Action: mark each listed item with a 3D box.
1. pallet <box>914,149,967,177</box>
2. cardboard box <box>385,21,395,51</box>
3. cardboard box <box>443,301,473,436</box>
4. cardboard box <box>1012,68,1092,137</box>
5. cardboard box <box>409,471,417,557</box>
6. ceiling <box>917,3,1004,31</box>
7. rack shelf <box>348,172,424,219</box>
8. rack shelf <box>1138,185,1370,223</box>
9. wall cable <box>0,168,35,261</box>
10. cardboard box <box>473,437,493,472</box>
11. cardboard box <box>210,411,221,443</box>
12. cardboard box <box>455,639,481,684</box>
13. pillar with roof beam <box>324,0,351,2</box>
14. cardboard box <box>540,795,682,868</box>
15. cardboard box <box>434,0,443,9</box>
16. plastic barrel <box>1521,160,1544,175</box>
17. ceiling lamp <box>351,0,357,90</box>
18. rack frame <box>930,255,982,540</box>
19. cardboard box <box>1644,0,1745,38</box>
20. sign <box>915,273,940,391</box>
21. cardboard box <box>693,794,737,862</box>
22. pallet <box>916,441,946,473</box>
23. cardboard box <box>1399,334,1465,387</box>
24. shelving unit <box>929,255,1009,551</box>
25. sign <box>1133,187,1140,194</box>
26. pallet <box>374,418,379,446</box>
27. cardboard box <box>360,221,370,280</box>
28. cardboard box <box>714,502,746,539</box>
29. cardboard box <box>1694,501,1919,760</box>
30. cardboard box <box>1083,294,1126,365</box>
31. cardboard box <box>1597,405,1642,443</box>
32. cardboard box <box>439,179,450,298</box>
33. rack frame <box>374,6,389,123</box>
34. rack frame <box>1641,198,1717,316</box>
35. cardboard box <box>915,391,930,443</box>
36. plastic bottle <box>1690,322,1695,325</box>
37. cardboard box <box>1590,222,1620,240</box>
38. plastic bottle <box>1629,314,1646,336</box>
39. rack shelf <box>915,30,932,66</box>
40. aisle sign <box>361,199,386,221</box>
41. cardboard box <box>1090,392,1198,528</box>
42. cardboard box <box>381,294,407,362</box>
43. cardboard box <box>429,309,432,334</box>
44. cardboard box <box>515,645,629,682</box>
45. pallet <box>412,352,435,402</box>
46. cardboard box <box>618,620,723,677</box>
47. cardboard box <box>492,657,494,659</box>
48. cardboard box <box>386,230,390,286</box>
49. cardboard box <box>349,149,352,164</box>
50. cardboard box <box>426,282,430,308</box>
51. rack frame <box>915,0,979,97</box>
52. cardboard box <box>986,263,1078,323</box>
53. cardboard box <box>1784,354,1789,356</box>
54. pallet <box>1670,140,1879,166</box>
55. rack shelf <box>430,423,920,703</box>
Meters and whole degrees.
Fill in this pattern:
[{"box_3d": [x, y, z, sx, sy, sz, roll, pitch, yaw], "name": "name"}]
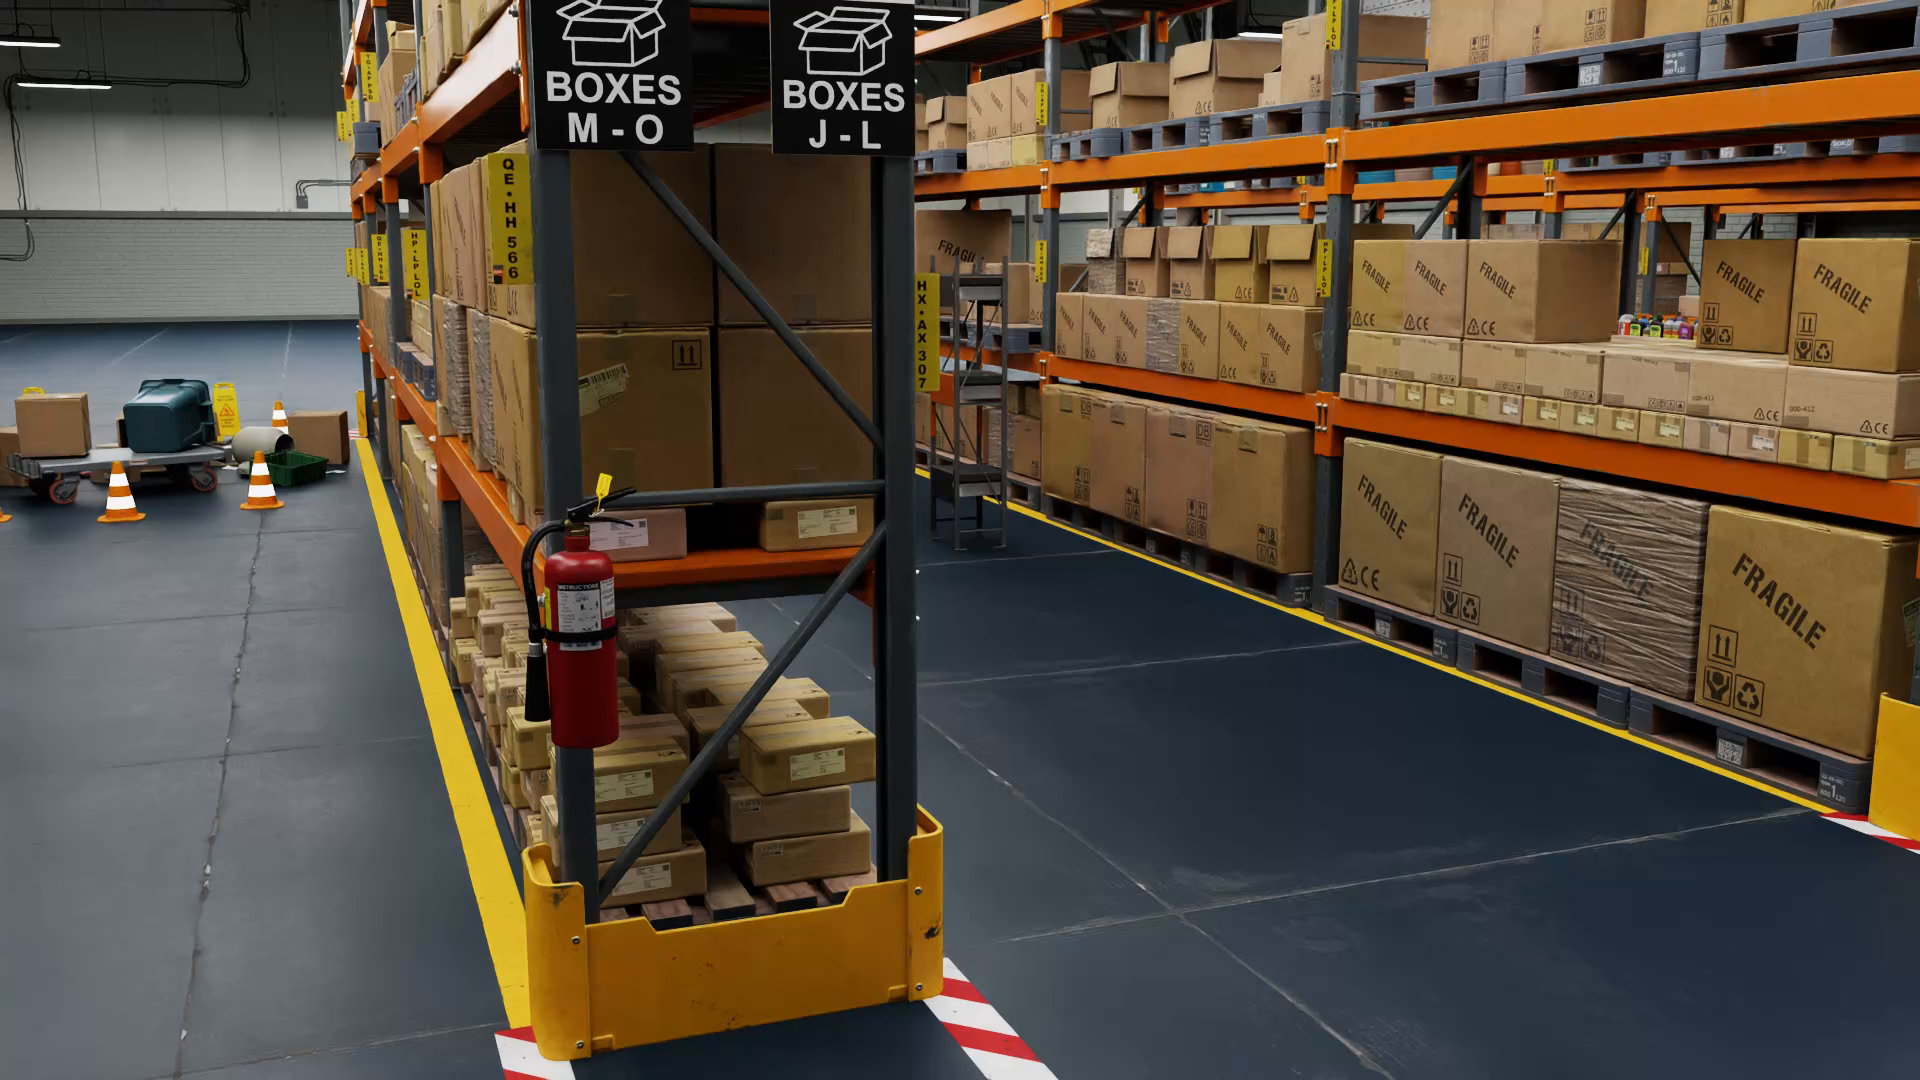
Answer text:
[{"box_3d": [0.204, -3.481, 15.397, 1.213, 0.211, 1.003, -4, 11, -21], "name": "pallet"}, {"box_3d": [-3.432, -3.158, 10.570, 0.396, 0.266, 0.258, -4, 11, -21], "name": "cardboard box"}, {"box_3d": [-1.780, -0.703, 6.675, 0.500, 0.500, 0.500, -4, 11, -22], "name": "cardboard box"}, {"box_3d": [0.744, -3.555, 13.562, 0.500, 0.500, 0.500, -4, 11, -19], "name": "cardboard box"}, {"box_3d": [-3.305, -0.185, 10.833, 0.500, 0.500, 0.500, -4, 11, -20], "name": "cardboard box"}, {"box_3d": [1.189, -16.114, 51.621, 6.000, 0.001, 6.000, -4, 11, -21], "name": "ceiling"}, {"box_3d": [-5.683, -3.524, 17.157, 1.077, 0.370, 4.000, -4, 11, -21], "name": "rack shelf"}, {"box_3d": [3.593, -4.137, 20.601, 1.077, 0.370, 4.000, -4, 11, -21], "name": "rack shelf"}, {"box_3d": [-26.904, -8.797, 45.049, 3.097, 2.526, 0.112, -4, 11, -21], "name": "wall cable"}, {"box_3d": [-1.739, -0.367, 6.635, 0.380, 0.149, 0.250, -3, 11, -18], "name": "cardboard box"}, {"box_3d": [-7.989, -1.042, 16.844, 0.637, 0.503, 0.797, 5, 11, 28], "name": "cardboard box"}, {"box_3d": [-2.131, 0.551, 7.701, 0.380, 0.149, 0.250, -4, 11, -19], "name": "cardboard box"}, {"box_3d": [-15.603, -14.825, 45.229, 6.894, 0.400, 0.400, -4, 11, -21], "name": "pillar with roof beam"}, {"box_3d": [-1.067, 0.866, 5.080, 0.380, 0.149, 0.250, -4, 11, -22], "name": "cardboard box"}, {"box_3d": [-1.763, -2.160, 6.435, 0.500, 0.250, 0.500, -4, 11, -20], "name": "cardboard box"}, {"box_3d": [5.672, -3.906, 15.820, 0.600, 0.901, 0.600, 0, 10, 0], "name": "plastic barrel"}, {"box_3d": [-14.354, -12.775, 41.876, 2.000, 3.185, 0.800, -4, 11, -21], "name": "ceiling lamp"}, {"box_3d": [-0.028, -1.047, 12.308, 0.400, 2.100, 0.015, -4, 11, -21], "name": "rack frame"}, {"box_3d": [3.487, -2.459, 7.345, 0.700, 0.500, 0.500, -5, 11, -25], "name": "cardboard box"}, {"box_3d": [-0.104, -0.577, 4.628, 0.100, 0.325, 0.005, -4, 11, -21], "name": "sign"}, {"box_3d": [-0.673, 0.937, 5.529, 0.380, 0.149, 0.250, -4, 11, -21], "name": "cardboard box"}, {"box_3d": [-0.015, -0.874, 16.729, 1.003, 0.211, 1.213, -4, 11, -21], "name": "pallet"}, {"box_3d": [2.702, -0.966, 8.862, 0.500, 0.250, 0.500, -4, 11, -21], "name": "cardboard box"}, {"box_3d": [0.060, -1.007, 12.084, 0.431, 2.100, 0.503, -4, 11, -21], "name": "shelving unit"}, {"box_3d": [2.354, -4.788, 22.180, 0.100, 0.325, 0.005, -4, 11, -21], "name": "sign"}, {"box_3d": [-6.045, -1.230, 18.731, 1.003, 0.211, 1.213, -4, 11, -21], "name": "pallet"}, {"box_3d": [-5.368, -2.826, 16.228, 0.875, 0.550, 0.550, -4, 11, -21], "name": "cardboard box"}, {"box_3d": [-0.553, -0.105, 5.165, 0.380, 0.149, 0.250, -3, 11, -19], "name": "cardboard box"}, {"box_3d": [3.743, 0.325, 6.895, 0.875, 0.875, 0.875, -4, 11, -21], "name": "cardboard box"}, {"box_3d": [1.262, -1.589, 12.504, 0.500, 0.500, 0.500, -4, 11, -22], "name": "cardboard box"}, {"box_3d": [3.148, -0.537, 7.593, 0.380, 0.149, 0.250, -4, 11, -21], "name": "cardboard box"}, {"box_3d": [-1.921, -1.285, 7.087, 0.500, 0.500, 0.500, -4, 11, -23], "name": "cardboard box"}, {"box_3d": [-3.509, -4.376, 11.326, 1.000, 3.000, 0.127, -4, 11, -21], "name": "rack frame"}, {"box_3d": [8.935, -3.002, 20.730, 1.000, 3.000, 0.127, -4, 11, -21], "name": "rack frame"}, {"box_3d": [-0.097, -1.258, 16.808, 0.700, 0.500, 0.500, -5, 11, -25], "name": "cardboard box"}, {"box_3d": [6.455, -1.825, 14.680, 0.097, 0.201, 0.097, 0, 10, 0], "name": "plastic bottle"}, {"box_3d": [8.584, -3.844, 21.475, 0.700, 0.500, 0.500, -4, 11, -21], "name": "cardboard box"}, {"box_3d": [5.796, -1.786, 14.229, 0.061, 0.283, 0.133, -4, 11, -21], "name": "plastic bottle"}, {"box_3d": [-1.024, -5.298, 18.572, 1.077, 0.370, 4.000, -4, 11, -21], "name": "rack shelf"}, {"box_3d": [-6.713, -4.001, 18.923, 0.394, 0.787, 0.004, -4, 11, -21], "name": "aisle sign"}, {"box_3d": [1.697, -0.621, 12.216, 1.225, 0.875, 0.875, -4, 11, -21], "name": "cardboard box"}, {"box_3d": [-4.102, -1.610, 12.618, 0.500, 0.500, 0.500, -4, 11, -21], "name": "cardboard box"}, {"box_3d": [-2.869, -1.266, 9.643, 0.380, 0.149, 0.250, -4, 11, -21], "name": "cardboard box"}, {"box_3d": [-1.464, 0.502, 6.278, 0.380, 0.149, 0.250, -4, 11, -23], "name": "cardboard box"}, {"box_3d": [-2.753, -1.007, 10.066, 1.003, 0.211, 1.213, -4, 11, -21], "name": "pallet"}, {"box_3d": [-1.159, 0.432, 6.670, 0.380, 0.149, 0.250, -4, 11, -21], "name": "cardboard box"}, {"box_3d": [-1.834, 0.478, 7.261, 0.380, 0.149, 0.250, -4, 11, -24], "name": "cardboard box"}, {"box_3d": [-4.773, -2.536, 14.972, 0.700, 0.500, 0.500, -4, 11, -22], "name": "cardboard box"}, {"box_3d": [-6.583, -4.261, 18.477, 0.380, 0.149, 0.250, -4, 11, -20], "name": "cardboard box"}, {"box_3d": [-2.957, -1.455, 9.855, 0.380, 0.149, 0.250, -4, 11, -22], "name": "cardboard box"}, {"box_3d": [-0.299, -5.327, 16.673, 1.000, 3.000, 0.127, -4, 11, -21], "name": "rack frame"}, {"box_3d": [0.622, -2.147, 14.440, 0.700, 0.500, 0.500, -2, 10, -12], "name": "cardboard box"}, {"box_3d": [3.933, -0.667, 7.186, 0.500, 0.250, 0.500, -4, 11, -22], "name": "cardboard box"}, {"box_3d": [6.427, -3.073, 13.103, 1.003, 0.211, 1.213, -4, 11, -21], "name": "pallet"}, {"box_3d": [-1.335, -0.089, 6.409, 1.077, 0.370, 4.000, -4, 11, -21], "name": "rack shelf"}]
